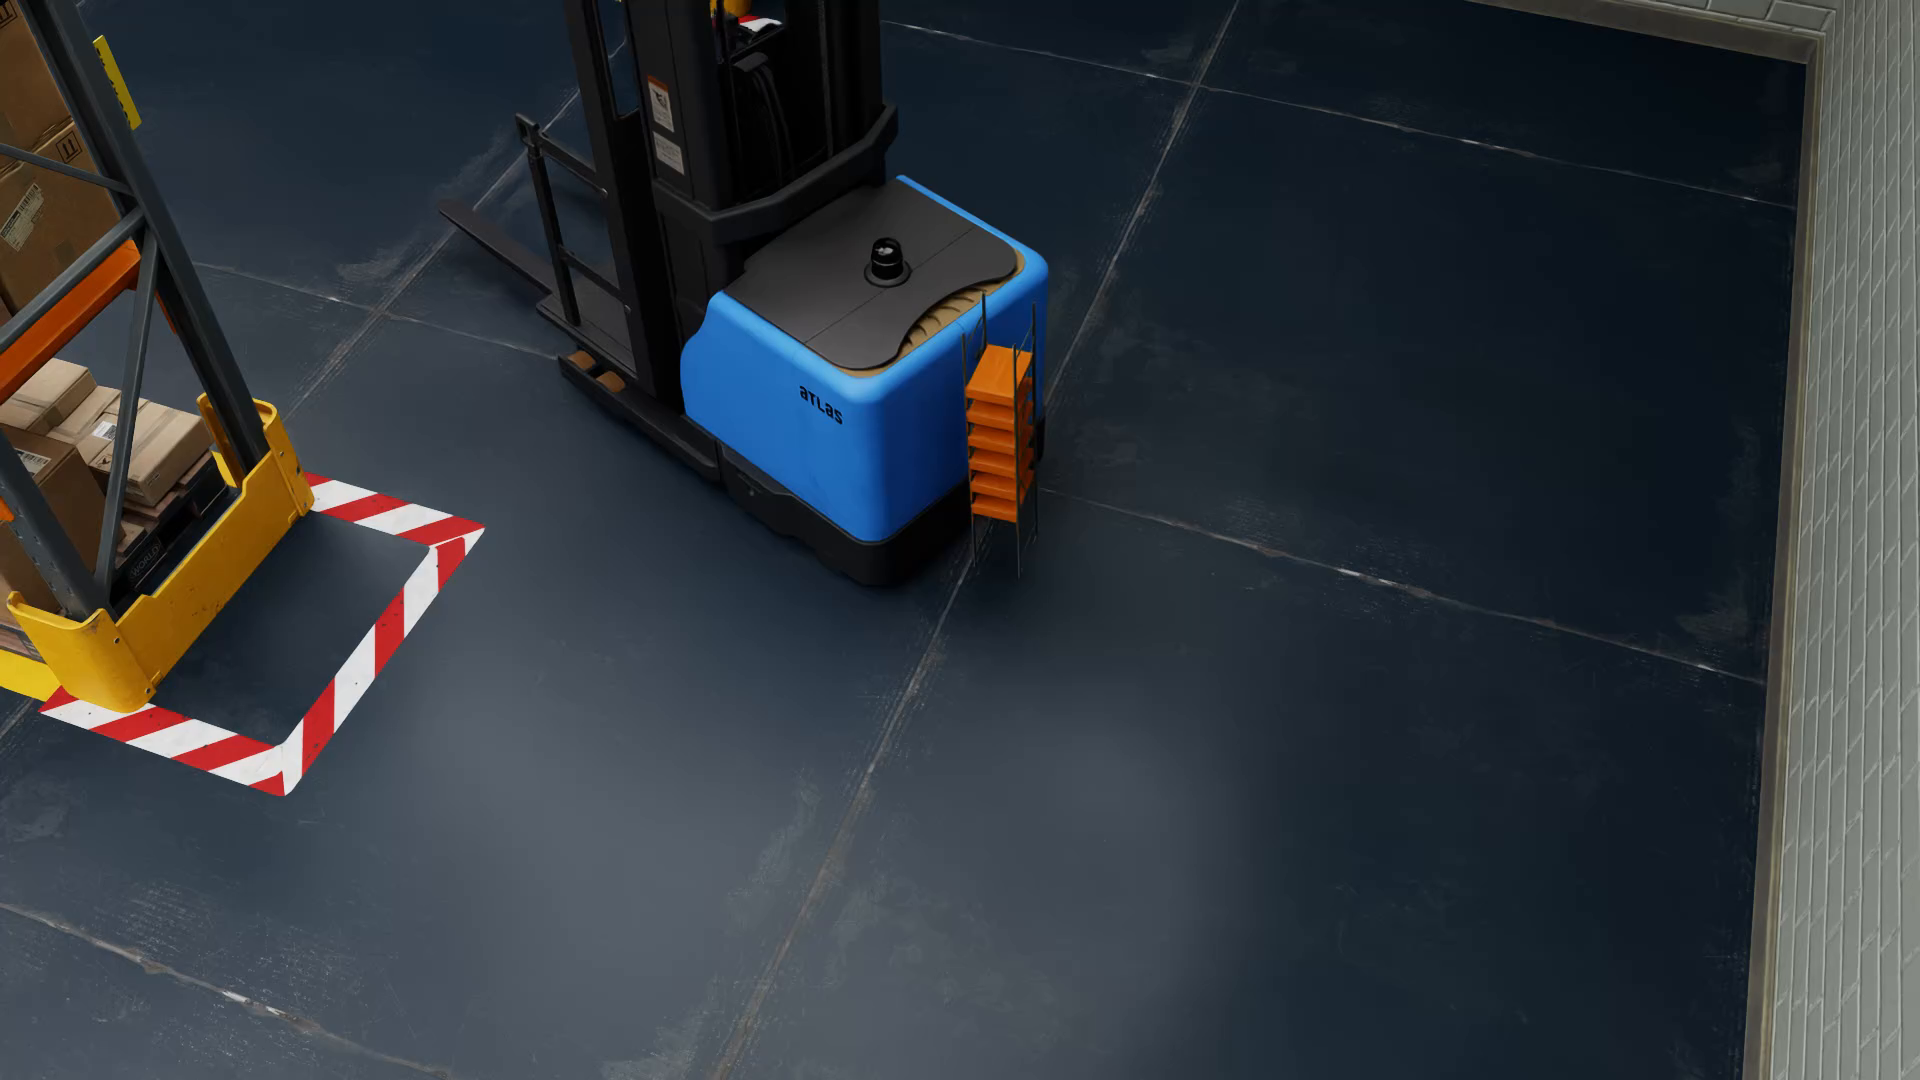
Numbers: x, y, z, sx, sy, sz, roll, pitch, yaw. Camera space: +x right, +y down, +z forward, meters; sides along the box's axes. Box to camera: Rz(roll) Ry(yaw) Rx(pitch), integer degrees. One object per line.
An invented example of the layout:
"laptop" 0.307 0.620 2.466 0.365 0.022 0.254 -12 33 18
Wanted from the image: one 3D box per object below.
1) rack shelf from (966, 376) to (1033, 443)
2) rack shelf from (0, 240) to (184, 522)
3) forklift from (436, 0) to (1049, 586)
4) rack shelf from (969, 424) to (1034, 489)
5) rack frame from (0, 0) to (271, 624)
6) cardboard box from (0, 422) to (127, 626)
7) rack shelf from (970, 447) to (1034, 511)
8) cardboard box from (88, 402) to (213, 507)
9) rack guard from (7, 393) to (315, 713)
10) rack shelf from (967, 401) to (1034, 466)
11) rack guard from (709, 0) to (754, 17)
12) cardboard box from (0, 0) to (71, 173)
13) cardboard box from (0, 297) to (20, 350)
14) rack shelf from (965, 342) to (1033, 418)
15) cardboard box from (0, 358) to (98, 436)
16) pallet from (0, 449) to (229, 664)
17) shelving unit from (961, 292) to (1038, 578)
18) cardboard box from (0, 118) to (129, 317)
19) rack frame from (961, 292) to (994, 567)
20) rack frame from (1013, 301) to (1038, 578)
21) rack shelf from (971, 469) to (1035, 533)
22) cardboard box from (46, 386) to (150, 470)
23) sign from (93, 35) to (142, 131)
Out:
"rack shelf" 0.149 -0.488 5.982 0.180 0.103 0.258 13 50 14
"rack shelf" -4.770 -1.063 6.029 4.000 0.370 1.077 16 51 13
"forklift" -1.079 -1.772 6.213 3.031 2.935 1.130 35 58 26
"rack shelf" 0.159 -0.329 6.161 0.180 0.103 0.258 13 50 14
"rack frame" -2.894 -0.775 5.303 0.127 3.000 1.000 16 51 13
"cardboard box" -3.490 -0.068 6.054 0.500 0.500 0.500 16 51 13
"rack shelf" 0.164 -0.249 6.251 0.180 0.103 0.258 13 50 14
"cardboard box" -3.168 -0.338 6.520 0.250 0.149 0.380 16 51 13
"rack guard" -2.966 0.024 6.265 0.348 0.500 1.175 16 51 13
"rack shelf" 0.154 -0.408 6.072 0.180 0.103 0.258 13 50 14
"rack guard" -1.159 -3.462 9.286 0.348 0.500 1.175 16 51 13
"cardboard box" -3.219 -1.438 5.150 0.500 0.500 0.500 17 51 14
"cardboard box" -3.409 -0.732 5.200 0.500 0.500 0.500 17 51 14
"rack shelf" 0.144 -0.568 5.893 0.180 0.103 0.258 13 50 14
"cardboard box" -3.775 -0.493 6.587 0.500 0.250 0.500 16 51 13
"pallet" -3.714 -0.089 6.555 1.213 0.211 1.003 16 51 13
"shelving unit" 0.157 -0.358 6.128 0.189 1.200 0.258 13 50 14
"cardboard box" -3.219 -1.111 5.528 0.500 0.500 0.500 17 51 14
"rack frame" 0.071 -0.378 6.151 0.006 1.200 0.240 13 50 14
"rack frame" 0.244 -0.338 6.105 0.006 1.200 0.240 13 50 14
"rack shelf" 0.169 -0.169 6.340 0.180 0.103 0.258 13 50 14
"cardboard box" -3.402 -0.410 6.570 0.250 0.166 0.380 16 51 13
"sign" -2.706 -1.443 5.309 0.005 0.325 0.100 16 51 13
